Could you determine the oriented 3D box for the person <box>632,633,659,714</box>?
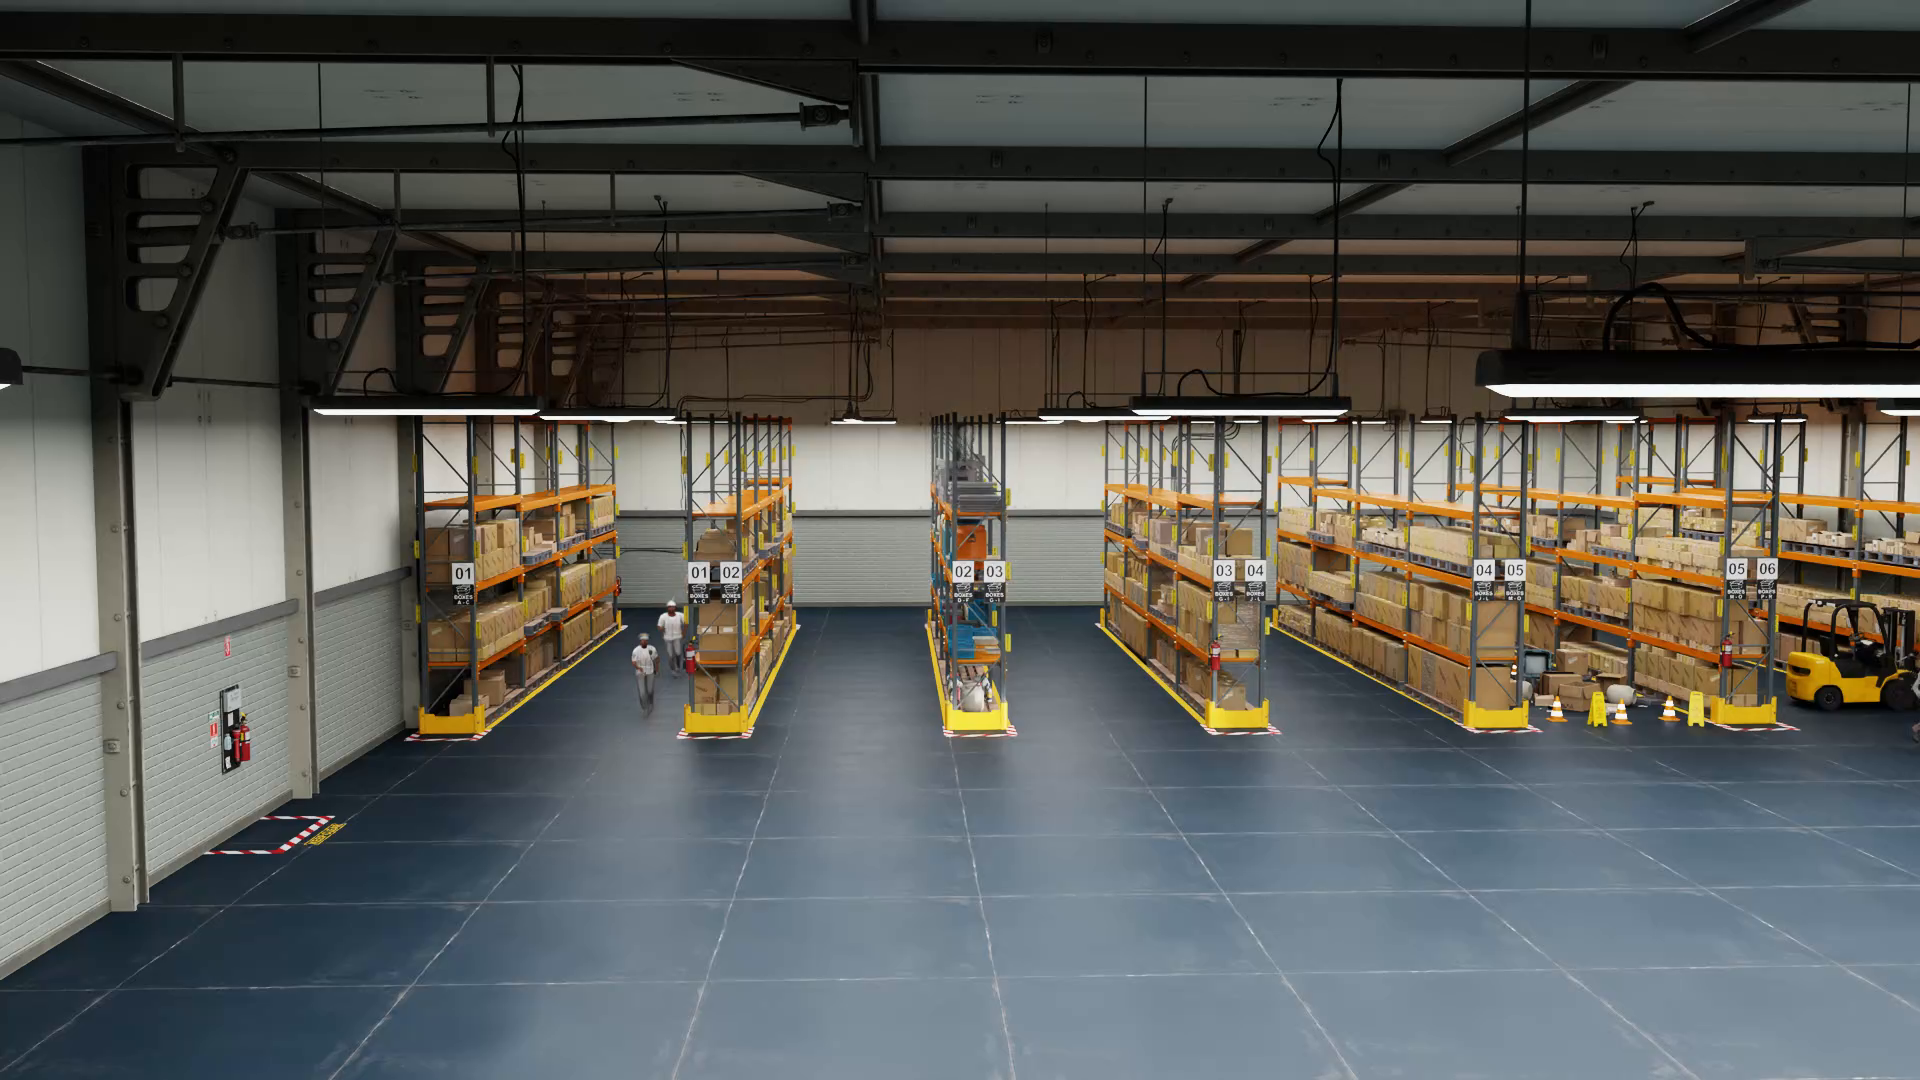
[{"bbox_3d":[-6.218,2.653,32.925,0.551,1.648,0.664,-1,4,-13],"label":"person"}]

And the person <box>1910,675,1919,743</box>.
[{"bbox_3d":[17.139,2.901,29.317,0.672,1.679,0.590,-1,4,-15],"label":"person"}]

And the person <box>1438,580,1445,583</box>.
[{"bbox_3d":[12.380,1.941,42.691,0.630,1.811,0.827,-1,4,-10],"label":"person"}]

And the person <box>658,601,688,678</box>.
[{"bbox_3d":[-6.551,2.272,37.910,0.671,1.777,0.707,-1,4,-7],"label":"person"}]
